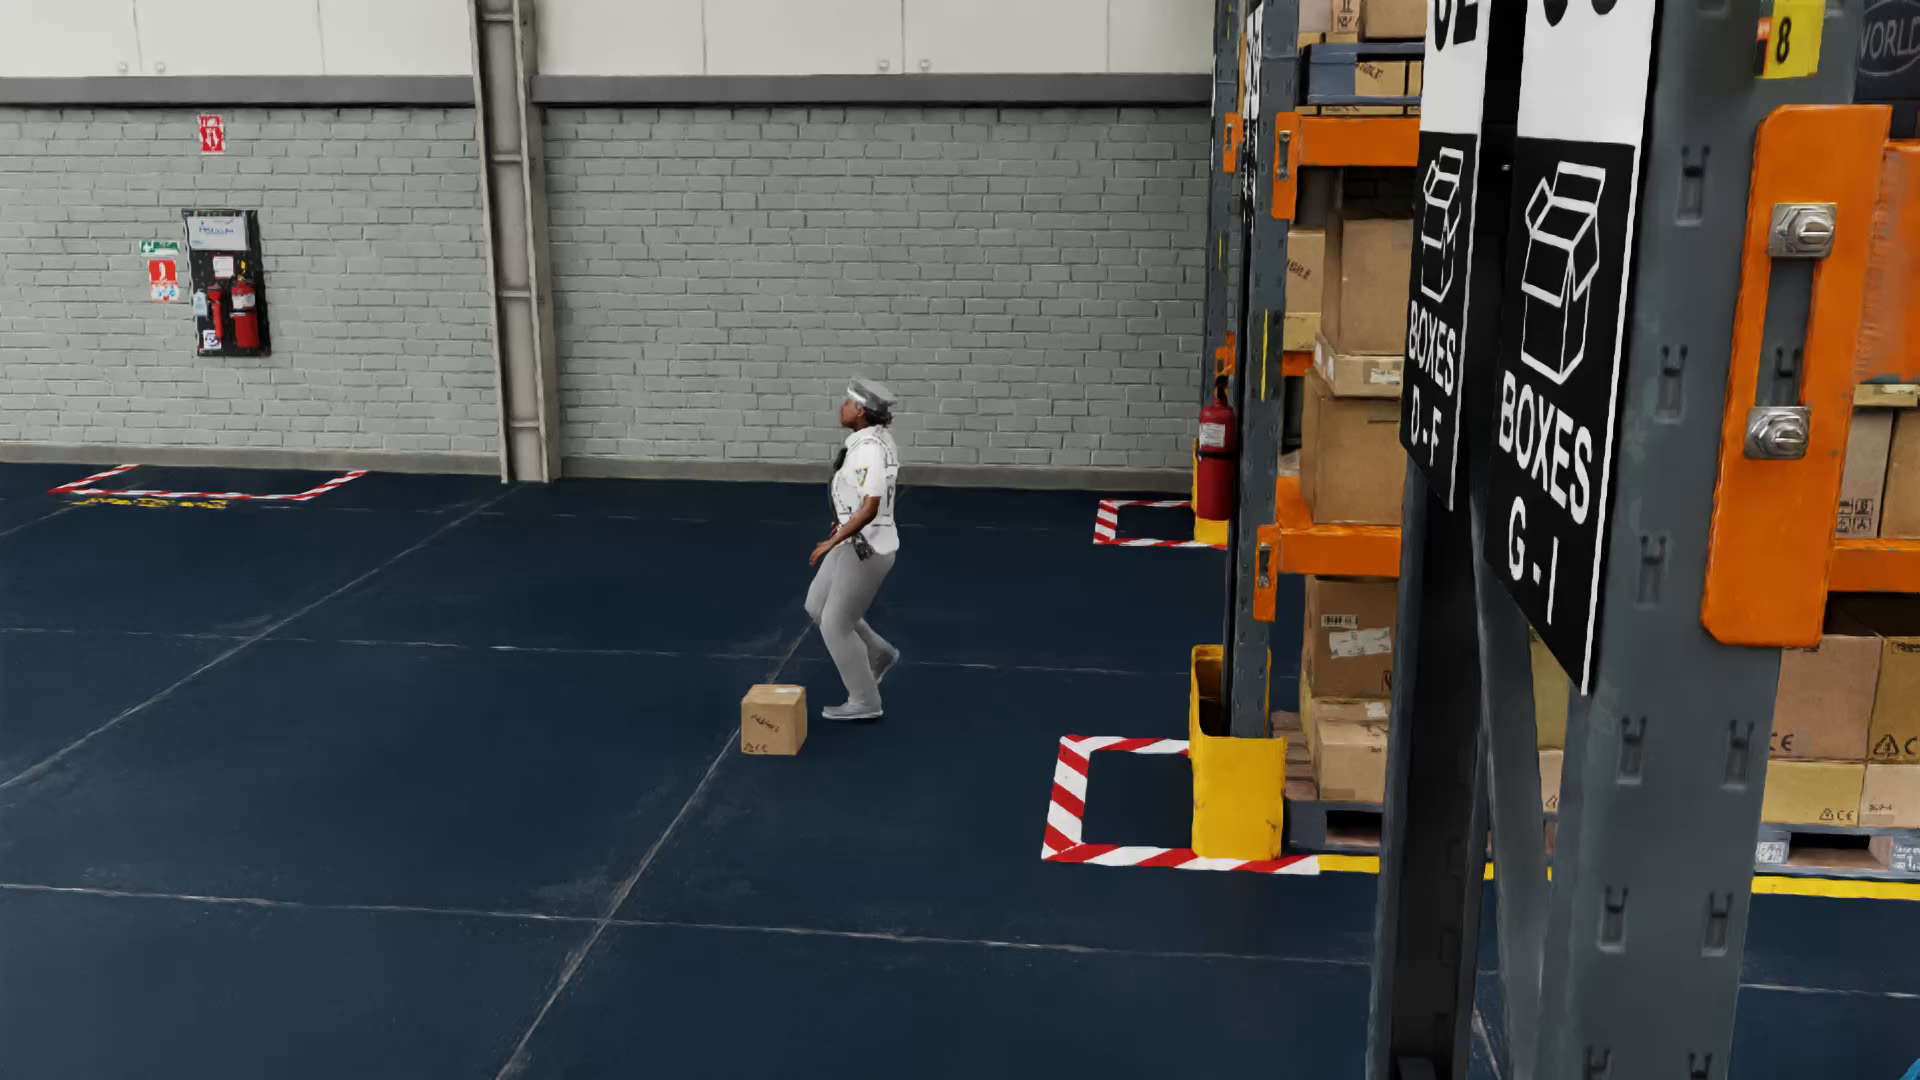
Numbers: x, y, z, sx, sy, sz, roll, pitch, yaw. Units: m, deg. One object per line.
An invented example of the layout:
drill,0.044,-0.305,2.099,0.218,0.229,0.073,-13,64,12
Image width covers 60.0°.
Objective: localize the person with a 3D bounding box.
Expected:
person,-0.514,0.047,7.828,0.465,1.671,0.632,-1,14,-3
